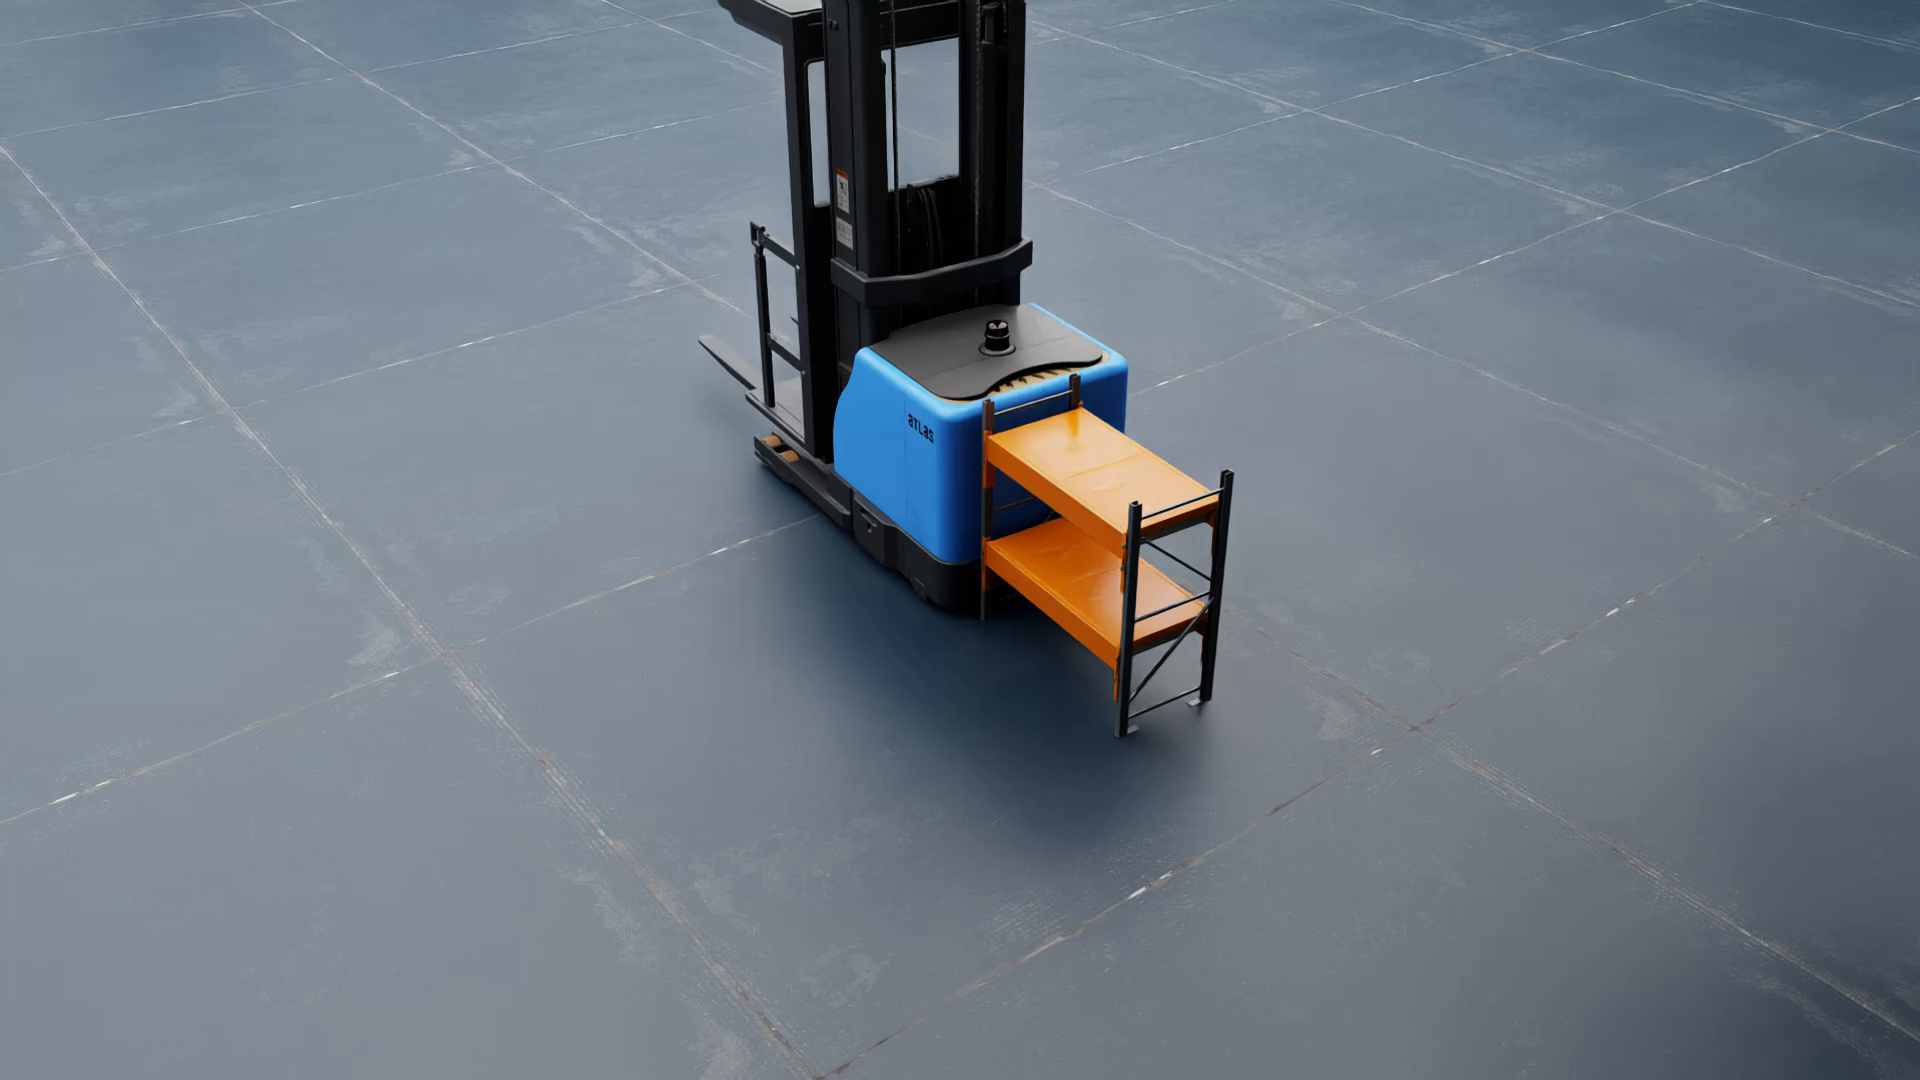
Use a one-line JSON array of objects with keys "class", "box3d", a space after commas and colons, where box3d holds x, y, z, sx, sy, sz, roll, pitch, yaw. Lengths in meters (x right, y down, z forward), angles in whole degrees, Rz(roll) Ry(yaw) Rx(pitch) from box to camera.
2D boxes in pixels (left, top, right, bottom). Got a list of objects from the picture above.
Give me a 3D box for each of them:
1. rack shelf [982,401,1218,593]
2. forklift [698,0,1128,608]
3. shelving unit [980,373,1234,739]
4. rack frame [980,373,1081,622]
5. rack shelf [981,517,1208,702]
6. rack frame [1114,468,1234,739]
[{"class": "rack shelf", "box3d": [0.588, -0.202, 6.955, 0.538, 0.278, 1.000, -19, 36, -27]}, {"class": "forklift", "box3d": [-0.436, -1.670, 8.161, 1.130, 2.935, 3.031, -19, 36, -27]}, {"class": "shelving unit", "box3d": [0.588, 0.046, 7.109, 0.538, 1.125, 1.048, -19, 36, -27]}, {"class": "rack frame", "box3d": [0.312, -0.179, 7.472, 0.500, 1.125, 0.032, -19, 36, -27]}, {"class": "rack shelf", "box3d": [0.588, 0.254, 7.238, 0.538, 0.278, 1.000, -19, 36, -27]}, {"class": "rack frame", "box3d": [0.863, 0.272, 6.746, 0.500, 1.125, 0.032, -19, 36, -27]}]
